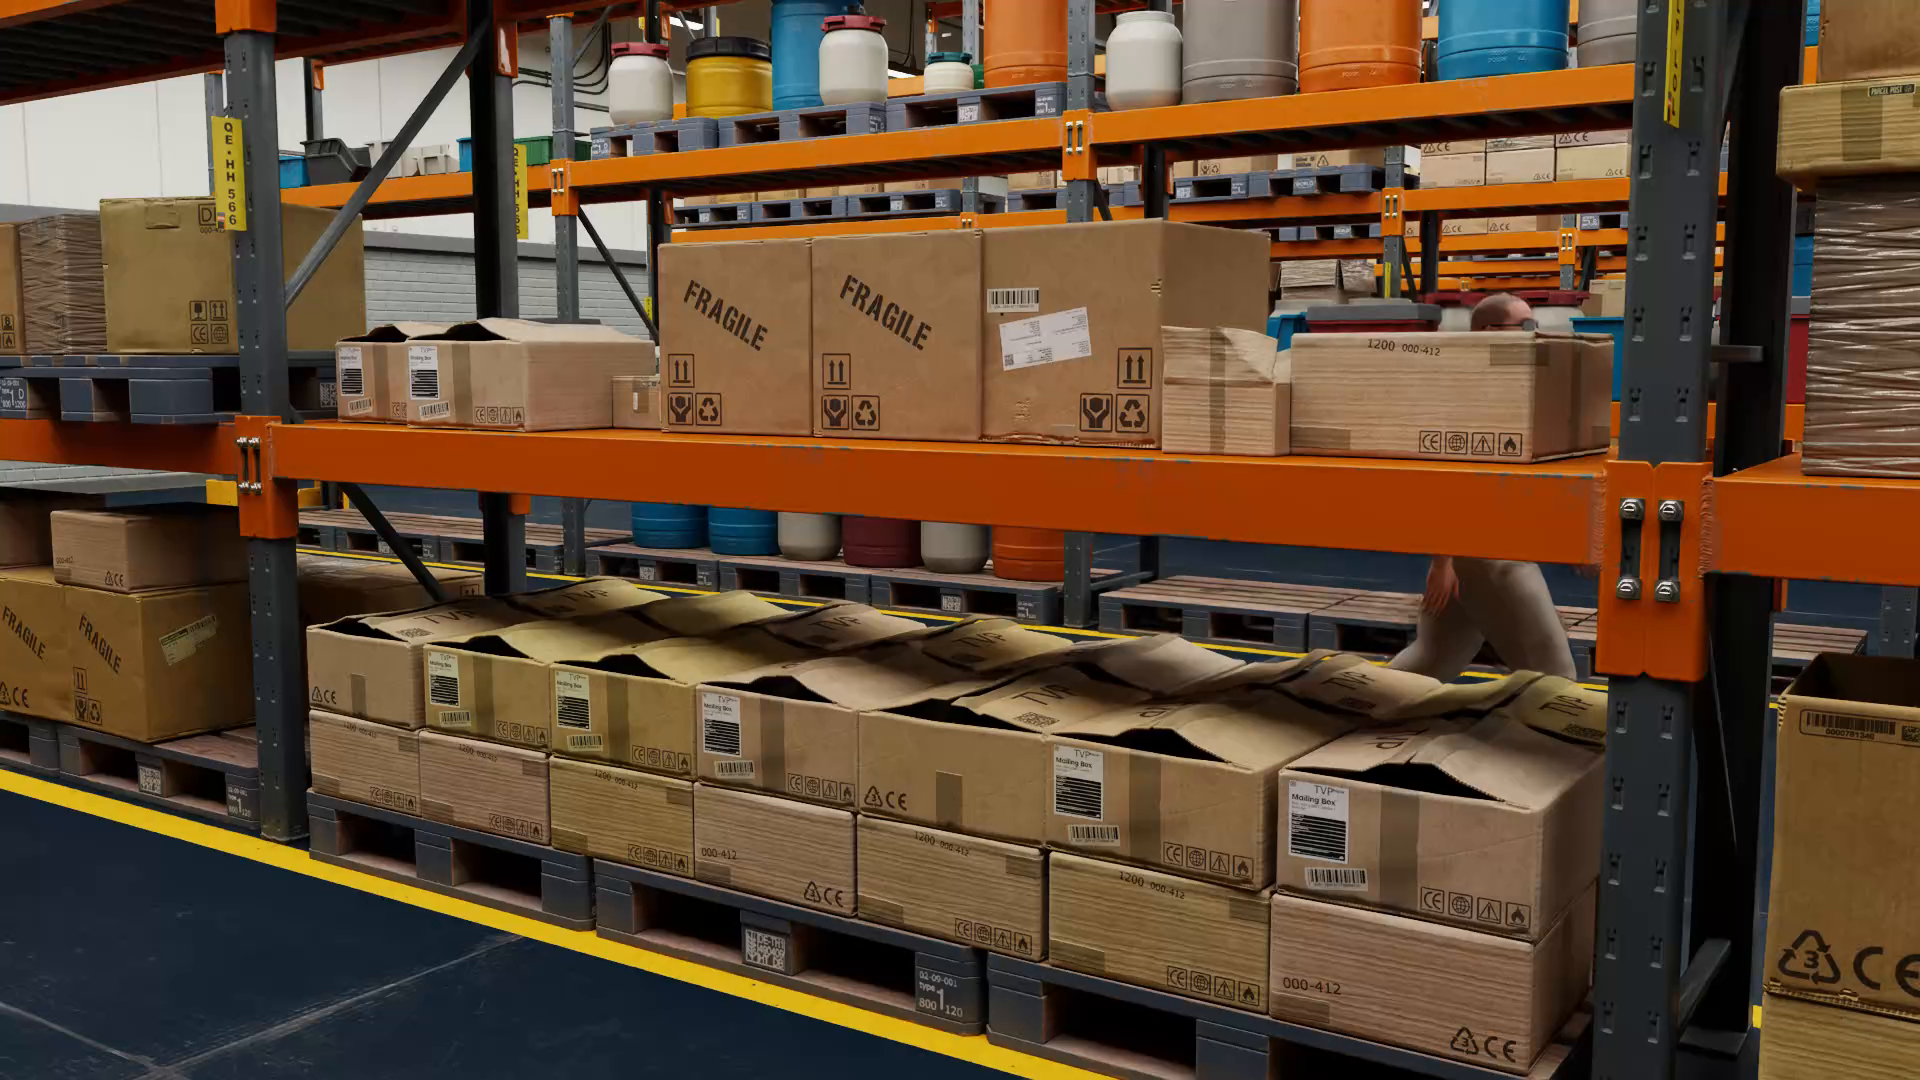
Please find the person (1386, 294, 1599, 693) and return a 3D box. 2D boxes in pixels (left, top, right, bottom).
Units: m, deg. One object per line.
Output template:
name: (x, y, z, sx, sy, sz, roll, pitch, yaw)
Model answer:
person: (1.767, 0.043, 5.396, 1.067, 1.665, 0.563, 2, 7, 20)
